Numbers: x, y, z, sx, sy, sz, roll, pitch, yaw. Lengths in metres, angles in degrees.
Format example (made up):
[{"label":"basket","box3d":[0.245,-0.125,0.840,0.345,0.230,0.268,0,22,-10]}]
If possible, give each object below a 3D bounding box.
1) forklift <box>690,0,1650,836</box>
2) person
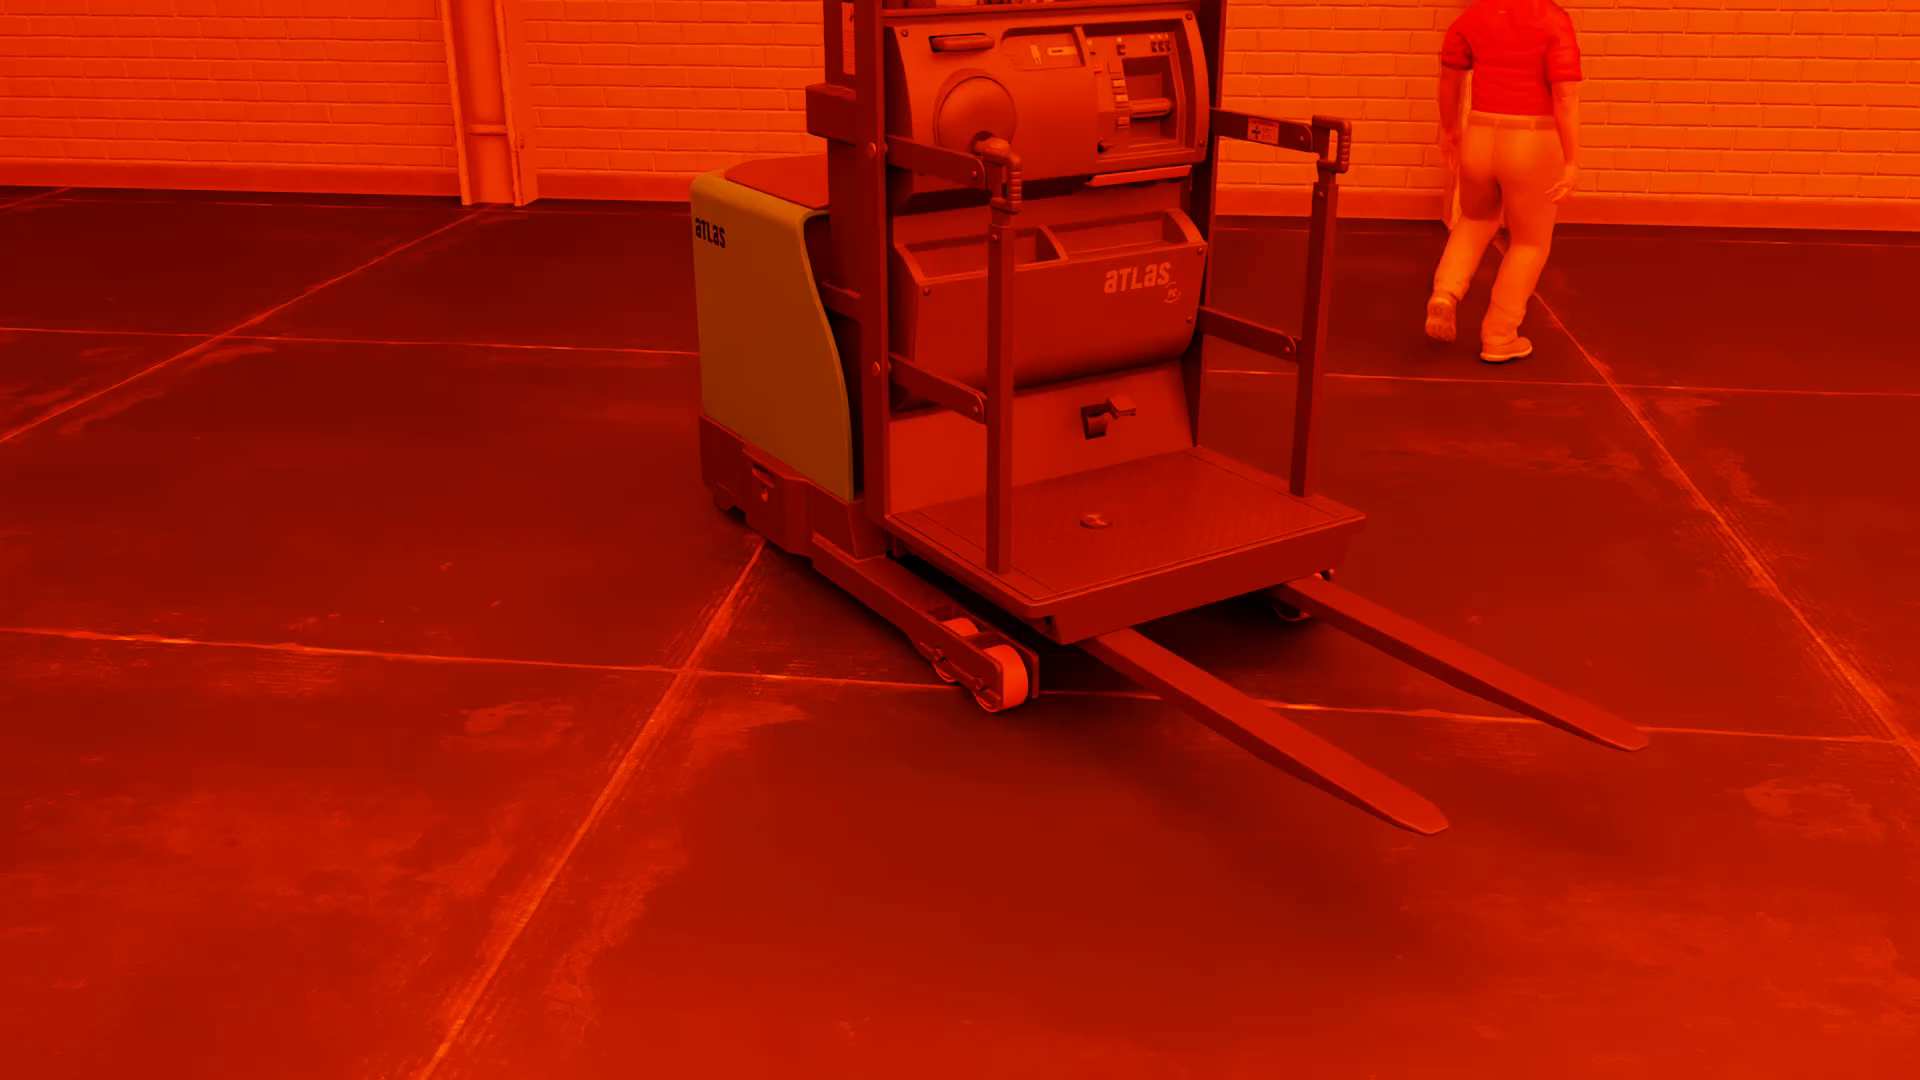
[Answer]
[{"label":"forklift","box3d":[0.367,-1.133,4.067,1.130,2.935,3.031,-13,26,-30]},{"label":"person","box3d":[2.276,-1.604,6.877,0.699,1.708,0.477,20,30,41]}]
